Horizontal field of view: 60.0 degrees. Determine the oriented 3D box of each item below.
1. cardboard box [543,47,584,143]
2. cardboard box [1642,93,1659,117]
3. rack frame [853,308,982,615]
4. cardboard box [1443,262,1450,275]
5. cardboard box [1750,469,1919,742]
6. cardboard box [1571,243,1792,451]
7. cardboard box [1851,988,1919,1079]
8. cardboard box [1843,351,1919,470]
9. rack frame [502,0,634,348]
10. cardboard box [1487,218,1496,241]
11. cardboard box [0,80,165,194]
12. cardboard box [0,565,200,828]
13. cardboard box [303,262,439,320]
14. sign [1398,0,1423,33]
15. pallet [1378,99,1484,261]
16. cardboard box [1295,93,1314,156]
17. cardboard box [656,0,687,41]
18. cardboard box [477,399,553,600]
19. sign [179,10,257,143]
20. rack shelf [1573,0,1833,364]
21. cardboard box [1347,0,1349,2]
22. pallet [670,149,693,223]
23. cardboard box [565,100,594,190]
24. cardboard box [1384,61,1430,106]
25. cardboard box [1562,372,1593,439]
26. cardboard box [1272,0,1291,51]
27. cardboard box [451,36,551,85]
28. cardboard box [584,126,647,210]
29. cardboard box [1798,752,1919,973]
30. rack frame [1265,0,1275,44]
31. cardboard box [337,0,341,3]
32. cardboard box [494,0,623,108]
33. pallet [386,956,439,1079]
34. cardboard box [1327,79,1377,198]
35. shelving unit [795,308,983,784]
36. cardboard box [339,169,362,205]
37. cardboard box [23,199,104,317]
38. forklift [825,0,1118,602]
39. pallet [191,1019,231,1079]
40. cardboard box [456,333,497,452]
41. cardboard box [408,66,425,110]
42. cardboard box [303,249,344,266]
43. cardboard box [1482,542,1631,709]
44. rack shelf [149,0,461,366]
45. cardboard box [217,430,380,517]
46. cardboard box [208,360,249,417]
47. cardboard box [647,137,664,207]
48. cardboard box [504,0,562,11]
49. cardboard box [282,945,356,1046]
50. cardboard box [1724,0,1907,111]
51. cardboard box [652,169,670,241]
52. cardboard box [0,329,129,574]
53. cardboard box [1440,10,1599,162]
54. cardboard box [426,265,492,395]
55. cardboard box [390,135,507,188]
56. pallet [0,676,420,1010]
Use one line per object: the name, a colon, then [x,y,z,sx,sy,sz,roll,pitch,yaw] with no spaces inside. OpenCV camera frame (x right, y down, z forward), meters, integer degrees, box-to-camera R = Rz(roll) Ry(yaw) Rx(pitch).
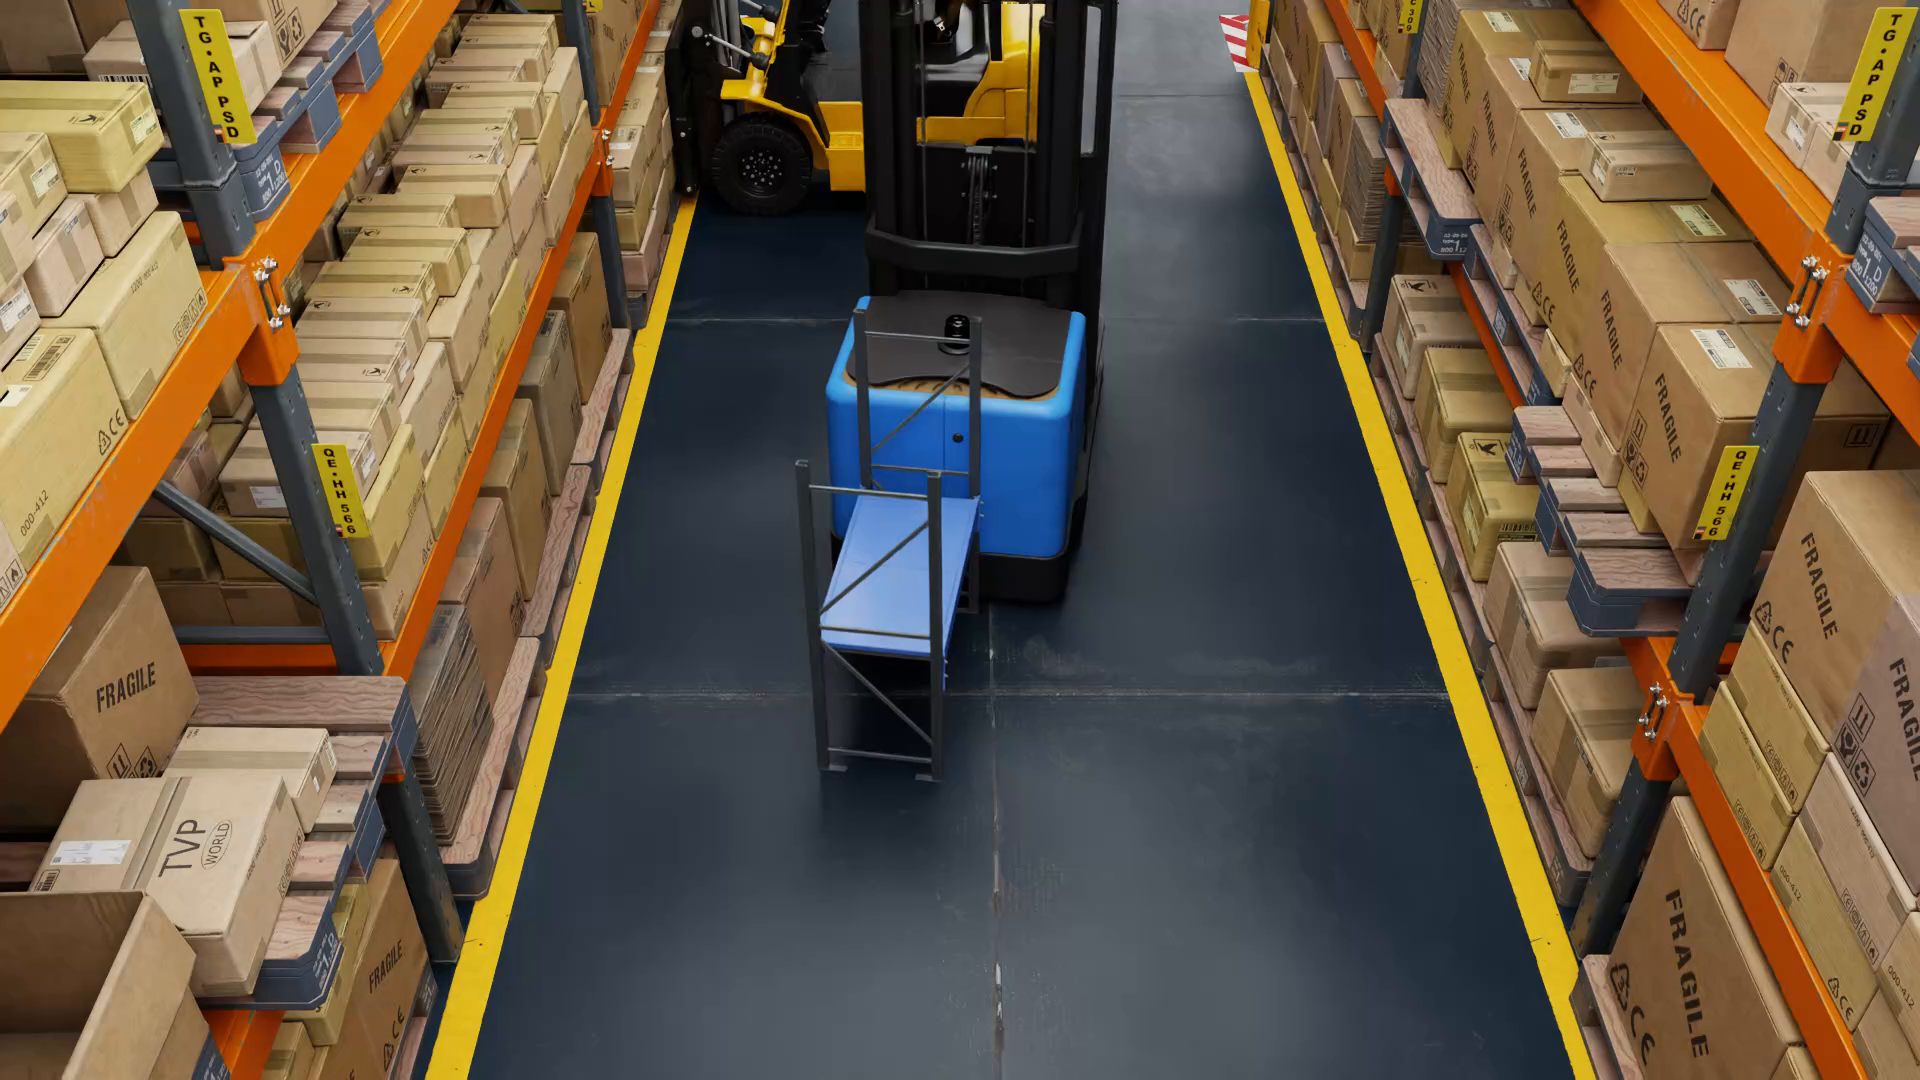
cardboard box: [-2.026,-2.039,7.616,0.500,0.250,0.500,-1,39,-1]
cardboard box: [2.908,-1.613,6.710,0.500,0.500,0.500,1,39,1]
rack frame: [-0.166,-0.286,6.908,0.500,1.500,0.032,5,39,6]
cardboard box: [2.951,-1.676,9.305,0.500,0.250,0.500,-2,39,-2]
cardboard box: [2.442,0.165,4.265,0.500,0.500,0.500,-1,39,-2]
cardboard box: [2.396,-0.640,5.497,0.500,0.500,0.500,-1,39,-1]
cardboard box: [2.448,1.300,3.849,0.500,0.250,0.500,1,39,1]
cardboard box: [2.917,-0.315,5.090,0.500,0.500,0.500,-1,39,-1]
rack frame: [-2.282,-2.210,8.109,1.000,3.000,0.127,0,39,0]
cardboard box: [2.392,-1.287,6.822,0.380,0.149,0.250,0,39,0]
cardboard box: [-1.981,-0.877,3.610,0.380,0.149,0.250,1,39,1]
cardboard box: [-2.433,0.411,4.423,0.500,0.500,0.500,2,39,2]
cardboard box: [-2.054,-0.848,5.811,0.380,0.149,0.250,0,39,0]
sign: [2.139,-2.548,7.839,0.100,0.325,0.005,0,39,0]
pallet: [2.537,-1.663,7.579,1.003,0.211,1.213,0,39,0]
cardboard box: [2.408,-2.643,10.512,0.500,0.250,0.500,2,39,3]
cardboard box: [-1.957,-3.269,10.495,0.500,0.250,0.500,0,39,1]
cardboard box: [-2.274,-0.165,7.120,0.875,0.625,0.625,-2,39,-2]
sign: [-1.735,-1.080,3.886,0.100,0.325,0.005,0,39,0]
rack shelf: [2.684,-1.855,5.842,1.077,0.370,4.000,0,39,0]
cardboard box: [2.402,-3.114,9.437,0.380,0.149,0.250,-1,39,-1]
pallet: [-2.245,-2.384,10.556,1.003,0.211,1.213,0,39,0]
cardboard box: [-2.020,-1.836,7.762,0.500,0.250,0.500,1,39,1]
cardboard box: [2.377,-2.318,8.445,0.380,0.149,0.250,0,39,-1]
cardboard box: [2.341,-0.467,5.800,0.380,0.149,0.250,-2,39,-2]
cardboard box: [2.402,-3.581,11.083,0.500,0.500,0.500,-1,39,-2]
cardboard box: [-2.041,-2.127,7.407,0.380,0.149,0.250,-1,39,-1]
cardboard box: [-1.969,-1.993,8.902,0.500,0.250,0.500,-1,39,-1]
cardboard box: [2.440,0.790,4.086,0.500,0.250,0.500,1,39,1]
rack frame: [2.677,-4.717,11.237,1.000,3.000,0.127,0,39,0]
cardboard box: [-2.135,-1.889,4.814,0.700,0.500,0.500,-1,39,-1]
cardboard box: [-2.021,-2.526,8.424,0.500,0.500,0.500,-1,39,-1]
pallet: [-2.314,1.847,5.277,1.003,0.211,1.213,0,39,0]
cardboard box: [2.410,-2.287,9.468,0.500,0.500,0.500,1,39,1]
shelving unit: [-0.240,0.028,6.516,0.538,1.500,1.048,5,39,6]
cardboard box: [-2.541,-1.328,6.410,0.380,0.149,0.250,0,39,0]
cardboard box: [-2.055,-0.592,3.493,0.380,0.149,0.250,-1,39,-1]
forklift: [0.152,-1.792,7.643,1.130,2.935,3.031,5,39,6]
pallet: [-2.270,1.583,3.530,1.003,0.211,1.213,0,39,0]
cardboard box: [-2.037,-0.564,6.175,0.500,0.250,0.500,-1,39,-2]
cardboard box: [-2.549,-1.958,7.196,0.380,0.149,0.250,0,39,0]
cardboard box: [-2.549,-1.073,6.410,0.500,0.250,0.500,-1,39,-1]
cardboard box: [2.687,0.333,6.702,0.950,0.372,0.625,-1,39,-1]
rack shelf: [-2.280,-1.849,5.835,1.077,0.370,4.000,0,39,0]
cardboard box: [-1.983,-0.200,5.002,0.380,0.149,0.250,1,39,1]
cardboard box: [-2.531,-0.529,5.413,0.380,0.149,0.250,0,39,0]
cardboard box: [-1.976,-2.113,9.452,0.500,0.250,0.500,0,39,0]
cardboard box: [-2.019,-2.701,8.123,0.380,0.149,0.250,-1,39,-1]
cardboard box: [-1.992,1.330,4.837,0.380,0.149,0.250,-2,39,-2]
cardboard box: [2.695,-1.516,4.765,0.700,0.500,0.500,0,39,0]
cardboard box: [-1.967,-1.921,9.611,0.500,0.250,0.500,-1,39,-1]
cardboard box: [-2.033,-0.185,3.304,0.500,0.250,0.500,0,39,0]
cardboard box: [2.397,-1.928,7.103,0.500,0.500,0.500,0,39,0]
cardboard box: [-2.015,-0.763,6.023,0.500,0.250,0.500,-1,39,-1]
cardboard box: [-2.028,-1.489,6.611,0.380,0.149,0.250,0,39,0]
pallet: [-2.206,0.791,4.518,1.213,0.211,1.003,0,39,0]
